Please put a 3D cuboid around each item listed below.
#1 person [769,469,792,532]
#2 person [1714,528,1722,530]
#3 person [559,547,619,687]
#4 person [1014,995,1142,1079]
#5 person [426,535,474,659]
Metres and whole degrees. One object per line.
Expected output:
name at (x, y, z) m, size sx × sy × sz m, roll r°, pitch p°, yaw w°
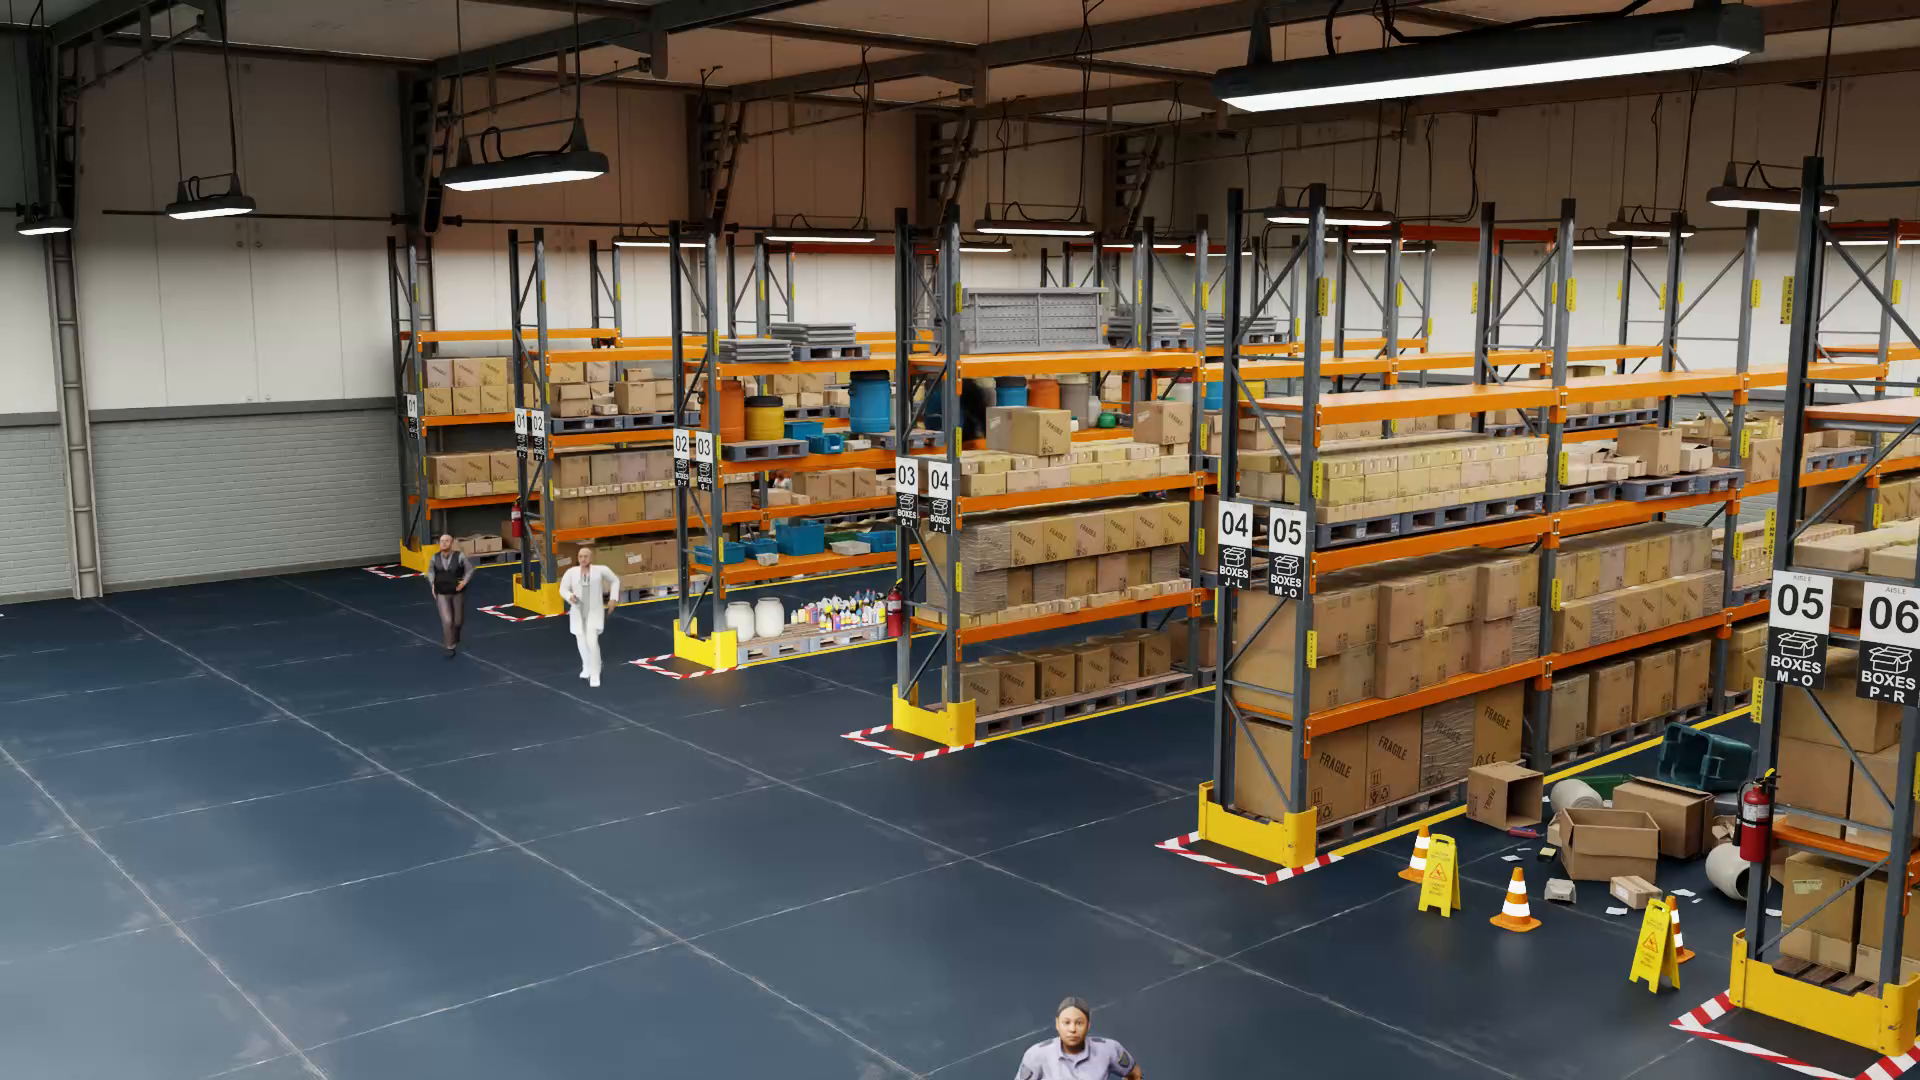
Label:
person at (-3.408, -0.594, 31.905) m, size 0.663 × 1.748 × 0.780 m, roll 8°, pitch 12°, yaw 42°
person at (11.005, 0.642, 24.150) m, size 0.528 × 1.653 × 0.589 m, roll -6°, pitch 11°, yaw -36°
person at (-4.811, 1.009, 21.568) m, size 0.731 × 1.849 × 0.814 m, roll 0°, pitch 9°, yaw 0°
person at (0.581, 3.093, 8.382) m, size 0.661 × 1.617 × 0.570 m, roll 1°, pitch 9°, yaw 5°
person at (-7.139, 0.768, 23.321) m, size 0.658 × 1.708 × 0.708 m, roll -2°, pitch 9°, yaw -11°
